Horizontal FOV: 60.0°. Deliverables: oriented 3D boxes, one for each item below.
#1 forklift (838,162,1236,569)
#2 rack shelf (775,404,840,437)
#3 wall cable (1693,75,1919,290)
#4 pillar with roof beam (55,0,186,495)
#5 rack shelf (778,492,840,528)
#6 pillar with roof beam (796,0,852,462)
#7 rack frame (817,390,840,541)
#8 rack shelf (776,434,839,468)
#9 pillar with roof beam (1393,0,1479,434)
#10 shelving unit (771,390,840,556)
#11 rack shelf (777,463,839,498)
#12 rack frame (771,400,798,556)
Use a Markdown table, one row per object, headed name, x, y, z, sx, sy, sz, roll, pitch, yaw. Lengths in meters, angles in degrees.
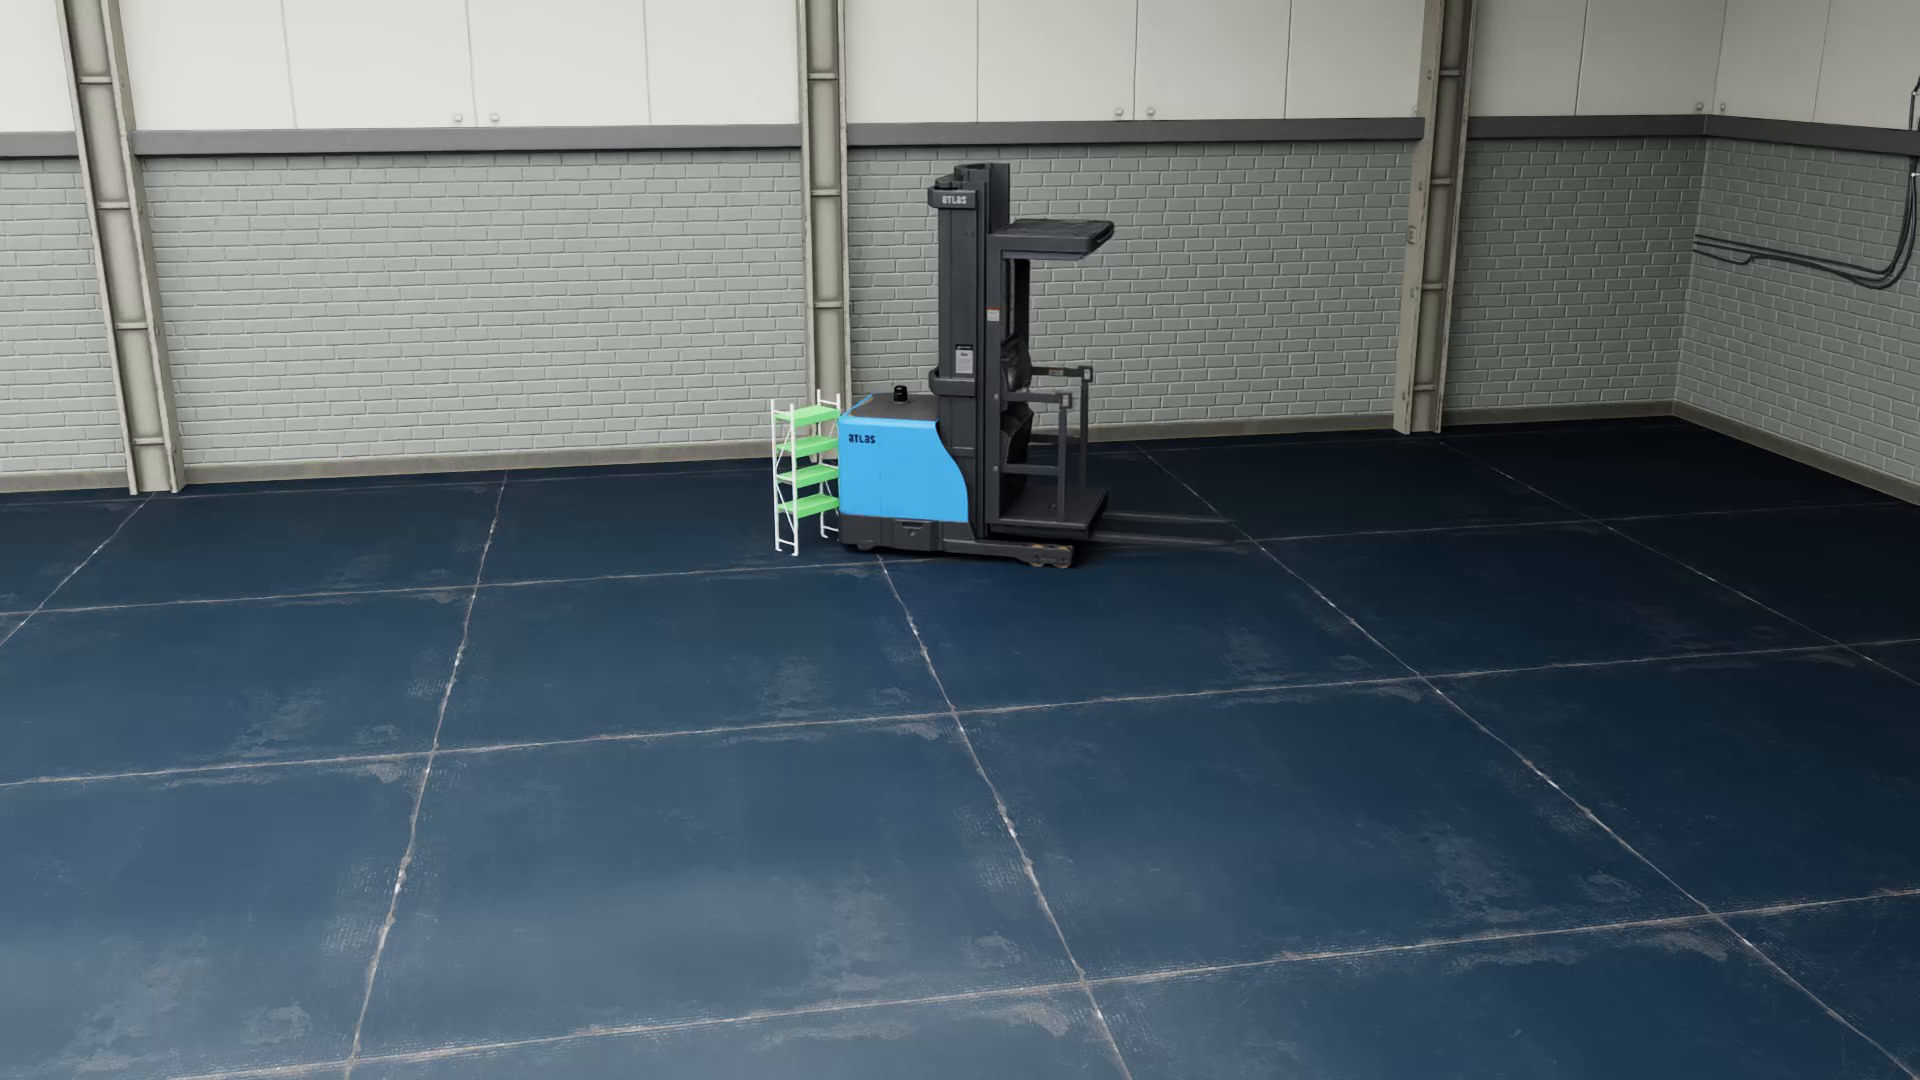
| name | x | y | z | sx | sy | sz | roll | pitch | yaw |
| --- | --- | --- | --- | --- | --- | --- | --- | --- | --- |
| forklift | 0.620 | -1.354 | 12.729 | 3.031 | 2.935 | 1.130 | 4 | 18 | 13 |
| rack shelf | -1.190 | -0.928 | 12.872 | 0.258 | 0.148 | 0.480 | 15 | 22 | 39 |
| wall cable | 7.799 | -3.723 | 15.394 | 0.112 | 2.526 | 3.097 | -3 | 17 | -10 |
| pillar with roof beam | -6.310 | -3.515 | 9.429 | 0.400 | 9.000 | 9.100 | -3 | 17 | -10 |
| rack shelf | -1.190 | -0.240 | 13.084 | 0.258 | 0.148 | 0.480 | 15 | 22 | 39 |
| pillar with roof beam | -0.419 | -3.849 | 10.517 | 0.400 | 9.000 | 9.100 | -3 | 17 | -10 |
| rack frame | -1.027 | -0.584 | 13.169 | 0.240 | 1.200 | 0.015 | 15 | 22 | 39 |
| rack shelf | -1.190 | -0.699 | 12.943 | 0.258 | 0.148 | 0.480 | 15 | 22 | 39 |
| pillar with roof beam | 5.472 | -4.183 | 11.605 | 0.400 | 9.000 | 9.100 | -3 | 17 | -10 |
| shelving unit | -1.190 | -0.530 | 12.994 | 0.258 | 1.200 | 0.503 | 15 | 22 | 39 |
| rack shelf | -1.190 | -0.469 | 13.013 | 0.258 | 0.148 | 0.480 | 15 | 22 | 39 |
| rack frame | -1.352 | -0.477 | 12.820 | 0.240 | 1.200 | 0.015 | 15 | 22 | 39 |
